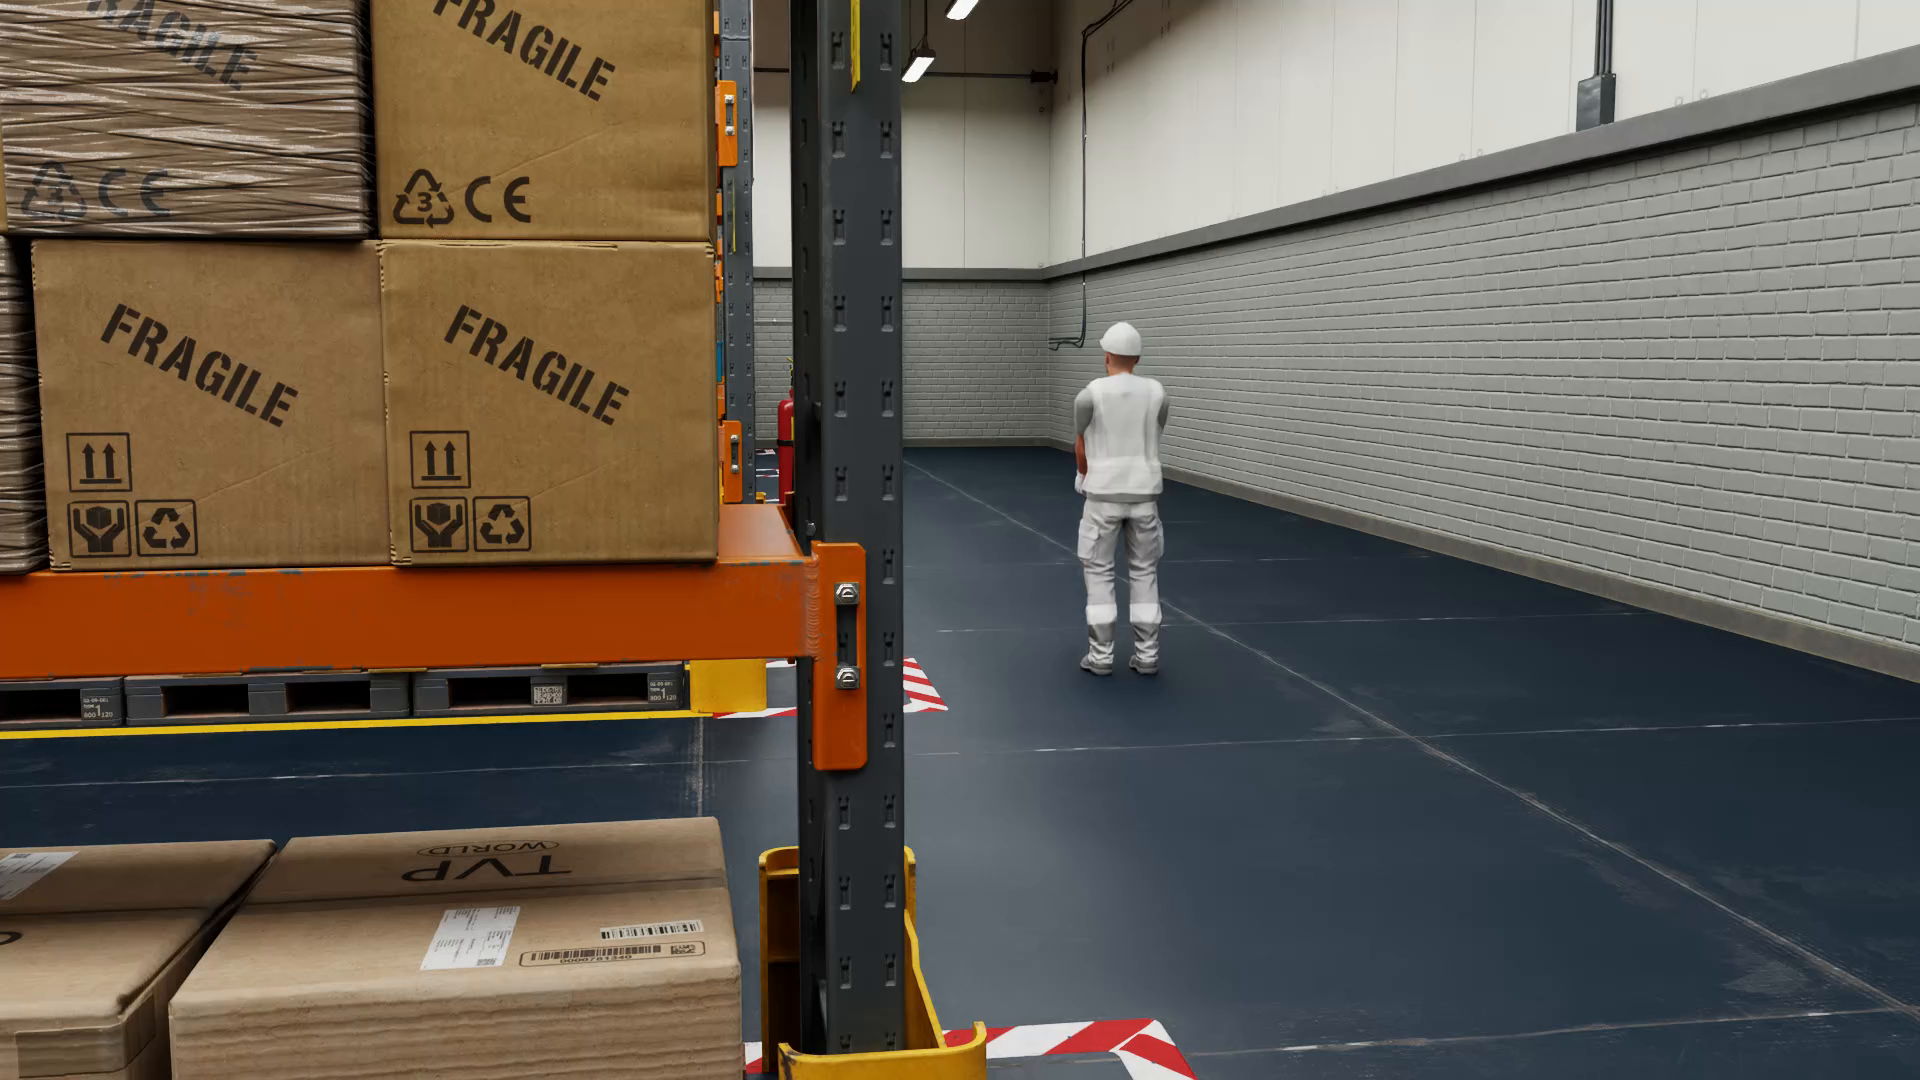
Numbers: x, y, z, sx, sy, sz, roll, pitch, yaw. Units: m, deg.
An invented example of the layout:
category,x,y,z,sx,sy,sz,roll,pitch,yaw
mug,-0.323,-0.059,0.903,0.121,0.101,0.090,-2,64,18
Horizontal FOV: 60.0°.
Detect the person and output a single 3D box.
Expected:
category,x,y,z,sx,sy,sz,roll,pitch,yaw
person,0.798,-0.220,8.566,0.495,1.786,0.558,-1,6,-8
